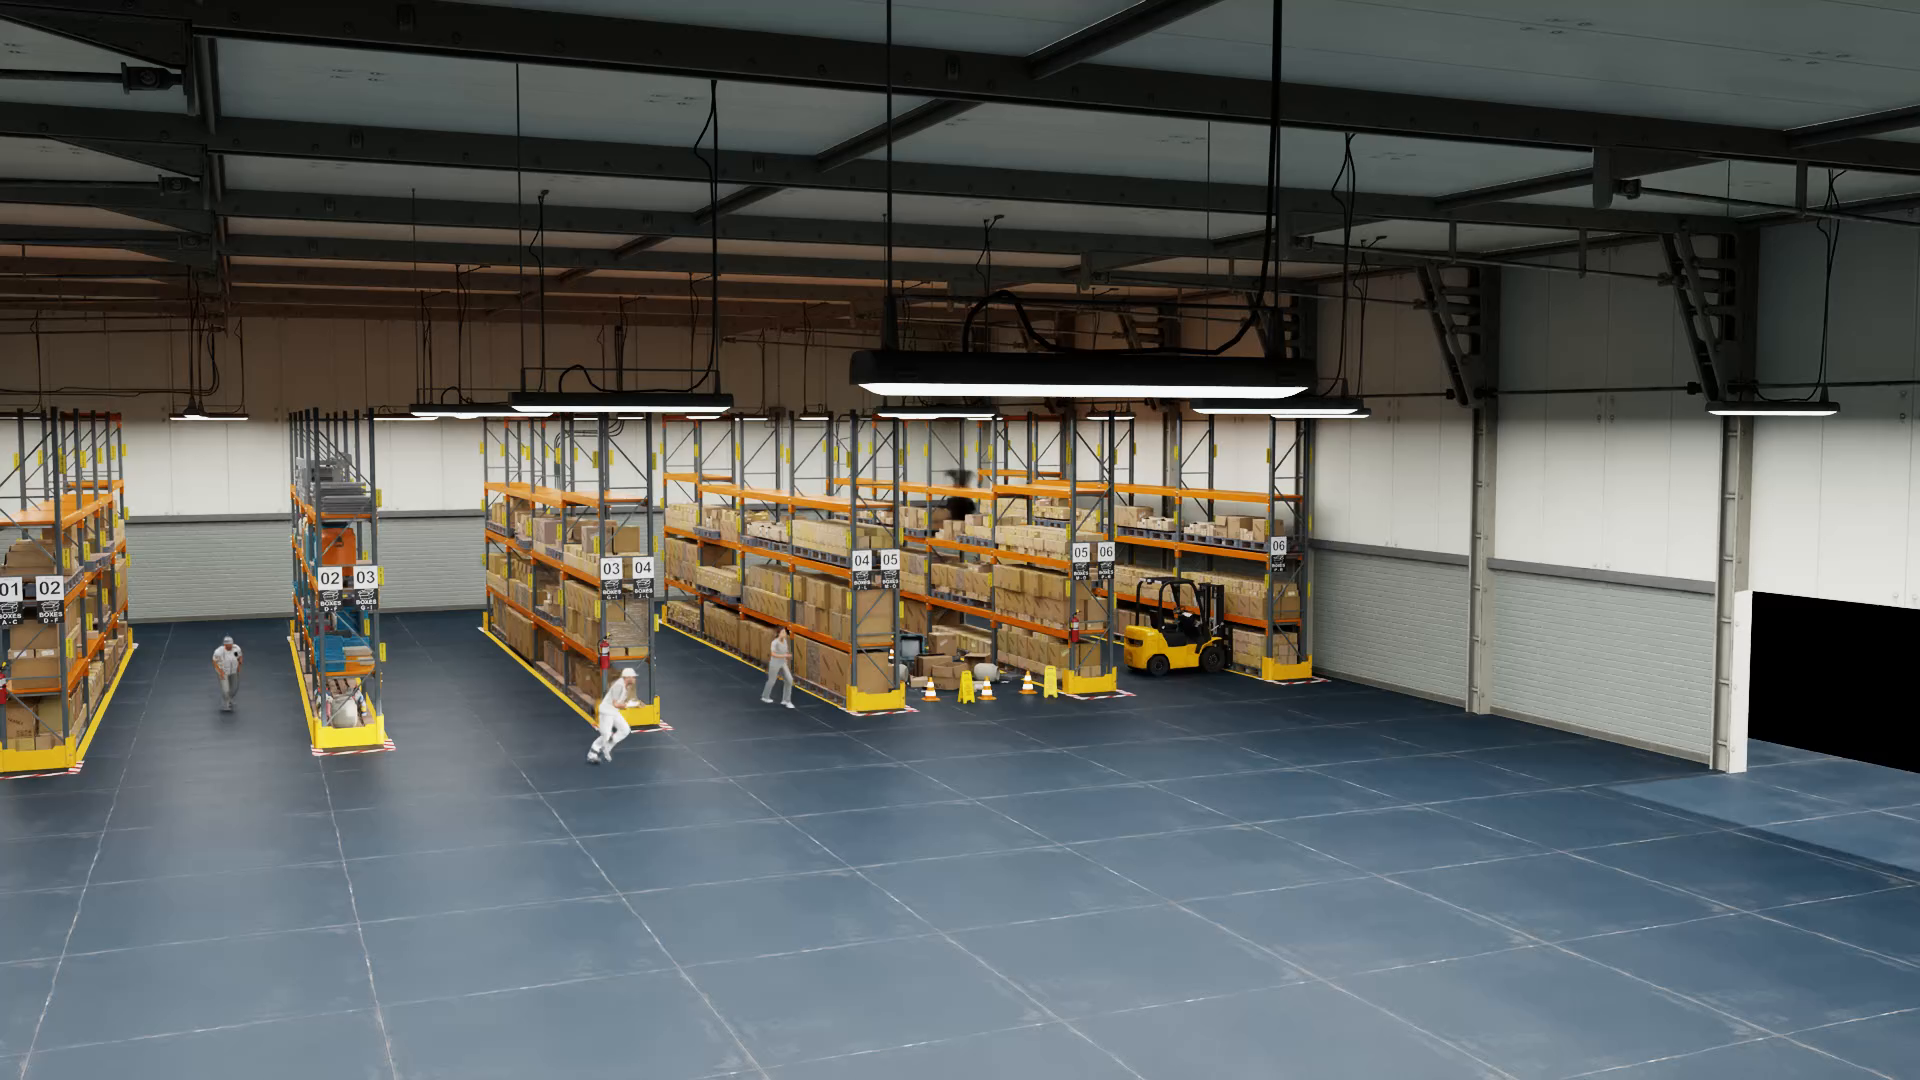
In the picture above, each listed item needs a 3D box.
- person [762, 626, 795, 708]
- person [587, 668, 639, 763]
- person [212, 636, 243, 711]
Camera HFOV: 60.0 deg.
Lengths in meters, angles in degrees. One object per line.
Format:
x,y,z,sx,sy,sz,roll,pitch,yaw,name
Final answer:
-3.691,2.557,33.567,0.915,1.657,0.560,4,5,43,person
-5.824,2.942,28.015,0.928,1.601,0.701,0,4,5,person
-14.614,2.643,33.215,0.902,1.518,0.655,3,5,39,person
